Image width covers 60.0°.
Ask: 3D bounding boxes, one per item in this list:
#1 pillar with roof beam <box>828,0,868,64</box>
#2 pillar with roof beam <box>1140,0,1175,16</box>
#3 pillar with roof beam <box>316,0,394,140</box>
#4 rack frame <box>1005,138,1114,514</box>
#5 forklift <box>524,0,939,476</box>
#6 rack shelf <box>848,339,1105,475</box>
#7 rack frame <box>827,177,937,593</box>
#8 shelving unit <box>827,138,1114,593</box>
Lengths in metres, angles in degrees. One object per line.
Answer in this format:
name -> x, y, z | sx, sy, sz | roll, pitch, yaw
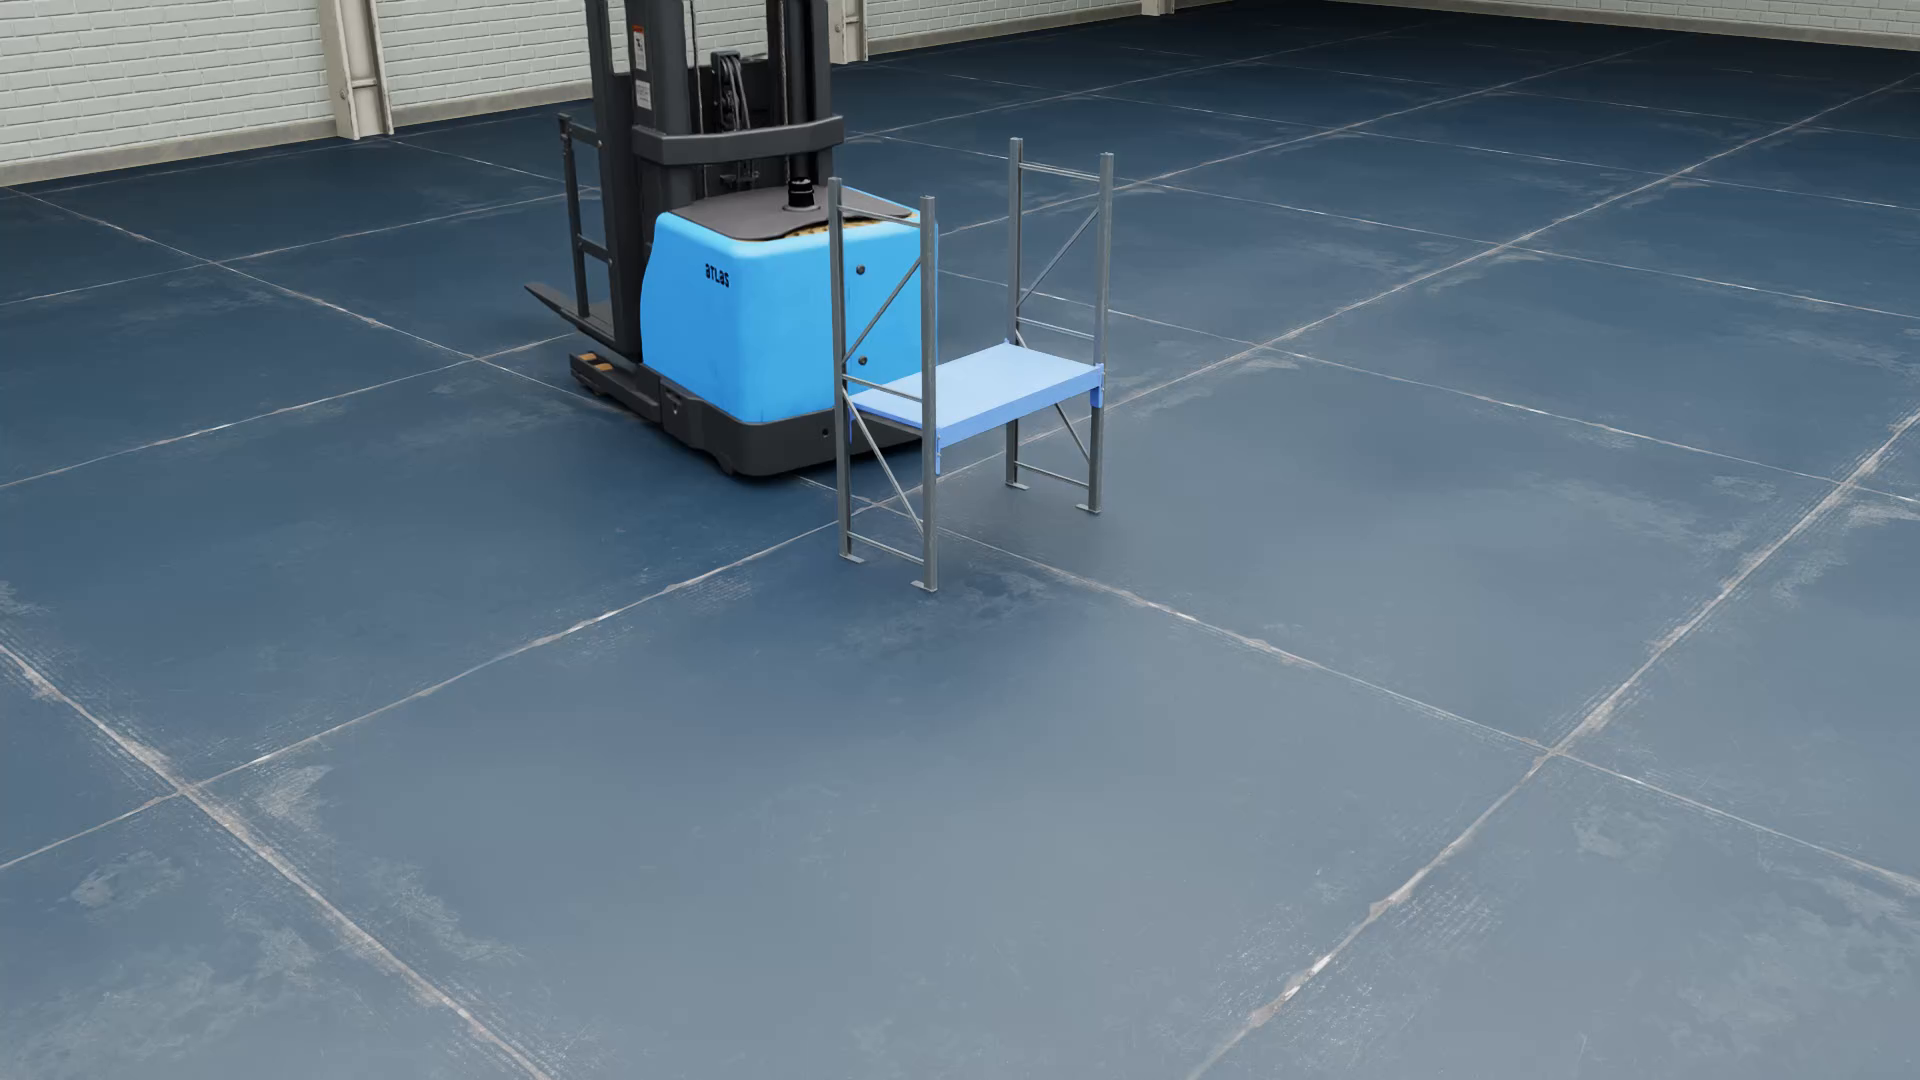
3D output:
pillar with roof beam -> 1.920, -8.367, 14.413 | 9.100, 9.000, 0.400 | 20, 31, 38
pillar with roof beam -> 5.924, -10.195, 18.490 | 9.100, 9.000, 0.400 | 20, 31, 38
pillar with roof beam -> -2.085, -6.539, 10.336 | 9.100, 9.000, 0.400 | 20, 31, 38
rack frame -> 0.396, -0.865, 6.847 | 0.500, 1.500, 0.032 | 20, 31, 38
forklift -> -1.336, -2.160, 7.985 | 1.130, 2.935, 3.031 | -16, 29, -32
rack shelf -> 0.057, -0.546, 6.575 | 0.538, 0.185, 1.000 | 20, 31, 38
rack frame -> -0.282, -0.555, 6.156 | 0.500, 1.500, 0.032 | 20, 31, 38
shelving unit -> 0.057, -0.710, 6.501 | 0.538, 1.500, 1.048 | 20, 31, 38
